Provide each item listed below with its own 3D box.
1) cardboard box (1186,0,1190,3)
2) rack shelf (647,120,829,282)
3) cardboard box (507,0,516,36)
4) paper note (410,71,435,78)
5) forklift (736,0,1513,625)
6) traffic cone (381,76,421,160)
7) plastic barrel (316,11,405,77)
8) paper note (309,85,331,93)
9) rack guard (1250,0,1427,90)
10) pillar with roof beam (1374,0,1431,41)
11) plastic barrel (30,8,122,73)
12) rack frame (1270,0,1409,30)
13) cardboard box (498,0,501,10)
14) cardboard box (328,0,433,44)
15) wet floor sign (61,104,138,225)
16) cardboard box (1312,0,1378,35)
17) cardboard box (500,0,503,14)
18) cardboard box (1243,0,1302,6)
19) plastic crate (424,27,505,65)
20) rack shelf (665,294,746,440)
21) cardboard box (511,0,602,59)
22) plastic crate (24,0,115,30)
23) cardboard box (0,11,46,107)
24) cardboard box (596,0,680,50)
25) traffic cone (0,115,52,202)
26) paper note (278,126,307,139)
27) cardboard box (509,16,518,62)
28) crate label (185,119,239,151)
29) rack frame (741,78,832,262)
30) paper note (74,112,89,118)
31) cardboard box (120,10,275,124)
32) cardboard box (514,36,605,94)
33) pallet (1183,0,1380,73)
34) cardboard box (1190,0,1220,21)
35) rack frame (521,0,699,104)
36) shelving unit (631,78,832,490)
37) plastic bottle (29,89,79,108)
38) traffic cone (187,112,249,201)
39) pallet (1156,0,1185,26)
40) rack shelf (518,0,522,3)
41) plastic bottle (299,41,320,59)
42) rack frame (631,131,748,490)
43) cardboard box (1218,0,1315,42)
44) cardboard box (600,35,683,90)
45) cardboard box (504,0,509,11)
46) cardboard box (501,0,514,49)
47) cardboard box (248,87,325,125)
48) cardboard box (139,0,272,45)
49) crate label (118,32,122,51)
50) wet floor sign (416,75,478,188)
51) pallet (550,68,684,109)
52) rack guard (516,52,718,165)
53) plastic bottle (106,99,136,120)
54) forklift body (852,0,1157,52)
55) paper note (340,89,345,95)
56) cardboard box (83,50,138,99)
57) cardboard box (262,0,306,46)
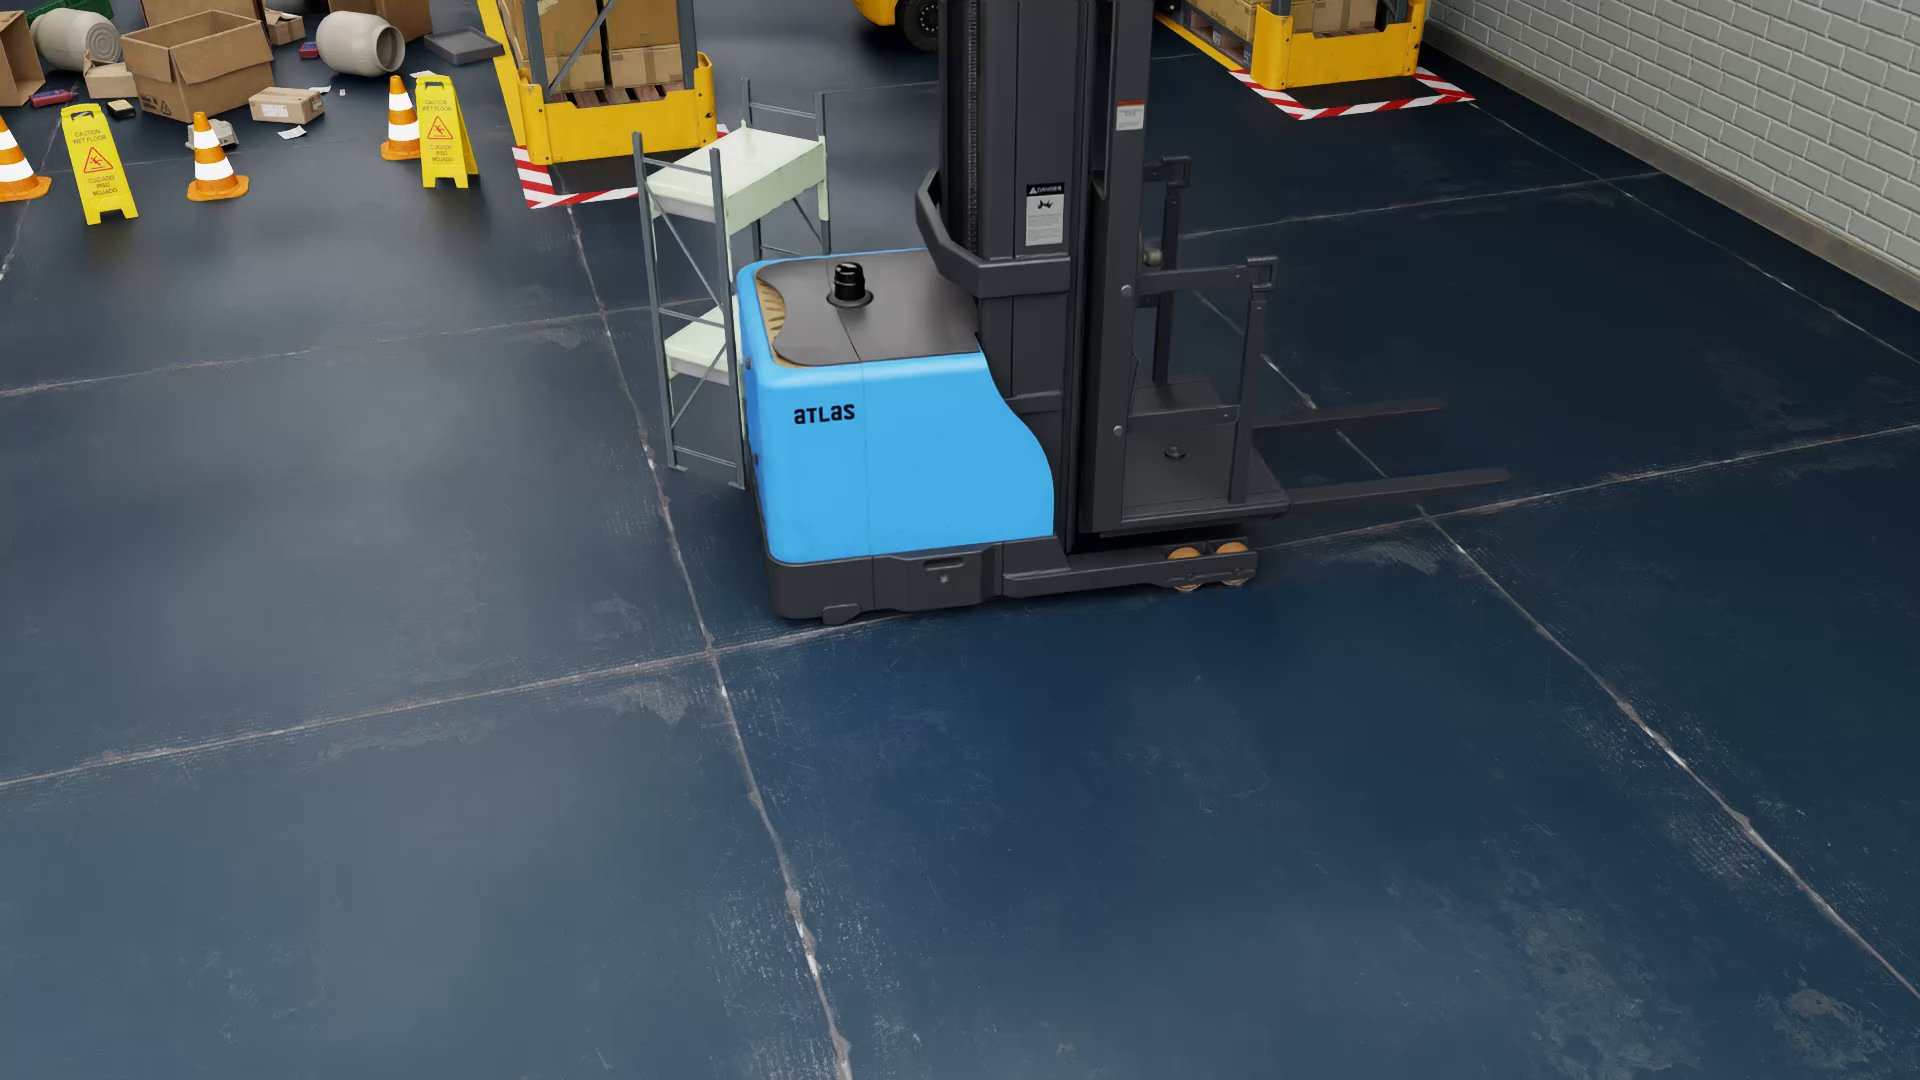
[{"bbox_3d":[1.888,-4.285,12.627,0.500,0.250,0.500,-10,35,-14],"label":"cardboard box"},{"bbox_3d":[-0.910,-1.397,6.796,0.431,0.370,0.720,17,37,24],"label":"rack shelf"},{"bbox_3d":[-2.762,-3.691,11.048,0.500,0.500,0.500,-9,34,-13],"label":"cardboard box"},{"bbox_3d":[-3.770,-3.274,11.676,0.142,0.019,0.148,-23,40,-31],"label":"paper note"},{"bbox_3d":[0.692,-1.306,6.068,3.031,2.935,1.130,-6,34,-9],"label":"forklift"},{"bbox_3d":[-3.466,-2.650,10.341,0.336,0.463,0.334,-10,35,-15],"label":"traffic cone"},{"bbox_3d":[-4.179,-3.455,11.595,0.512,0.421,0.421,13,36,18],"label":"plastic barrel"},{"bbox_3d":[-4.407,-3.089,11.408,0.148,0.019,0.142,1,33,2],"label":"paper note"},{"bbox_3d":[2.627,-3.481,11.565,1.175,0.500,0.348,-10,35,-15],"label":"rack guard"},{"bbox_3d":[-0.835,-6.833,8.928,9.100,9.000,0.400,-10,35,-15],"label":"pillar with roof beam"},{"bbox_3d":[-6.203,-3.502,11.666,0.512,0.421,0.421,13,36,18],"label":"plastic barrel"},{"bbox_3d":[2.619,-4.537,10.895,1.000,3.000,0.127,-10,35,-15],"label":"rack frame"},{"bbox_3d":[-3.230,-4.195,12.490,0.500,0.250,0.500,-8,34,-12],"label":"cardboard box"},{"bbox_3d":[-4.296,-3.967,12.297,0.500,0.500,0.500,13,36,18],"label":"cardboard box"},{"bbox_3d":[-4.896,-2.150,9.418,0.267,0.644,0.232,-16,37,-23],"label":"wet floor sign"},{"bbox_3d":[2.656,-3.855,11.977,0.500,0.250,0.500,-10,35,-15],"label":"cardboard box"},{"bbox_3d":[-3.066,-3.916,12.069,0.500,0.250,0.500,-10,35,-15],"label":"cardboard box"},{"bbox_3d":[2.173,-3.976,11.706,0.500,0.250,0.500,-10,35,-15],"label":"cardboard box"},{"bbox_3d":[-3.629,-3.620,12.155,0.402,0.080,0.583,-23,40,-31],"label":"plastic crate"},{"bbox_3d":[-0.910,-0.800,7.191,0.431,0.370,0.720,17,37,24],"label":"rack shelf"},{"bbox_3d":[-2.599,-3.418,10.634,0.500,0.500,0.500,-10,35,-14],"label":"cardboard box"},{"bbox_3d":[-6.710,-3.894,12.421,0.450,0.188,0.662,-2,32,16],"label":"plastic crate"},{"bbox_3d":[-6.559,-3.230,11.183,0.500,0.500,0.500,-4,34,-6],"label":"cardboard box"},{"bbox_3d":[-2.097,-3.523,10.794,0.500,0.500,0.500,-11,35,-16],"label":"cardboard box"},{"bbox_3d":[-5.600,-2.274,9.771,0.336,0.463,0.334,-10,35,-15],"label":"traffic cone"},{"bbox_3d":[-4.291,-2.623,10.691,0.148,0.019,0.142,-23,40,-31],"label":"paper note"},{"bbox_3d":[-2.760,-3.380,11.258,0.500,0.250,0.500,-10,35,-15],"label":"cardboard box"},{"bbox_3d":[-4.719,-2.552,10.487,0.298,0.136,0.250,27,42,34],"label":"crate label"},{"bbox_3d":[-0.735,-1.249,7.280,0.400,1.500,0.023,17,37,24],"label":"rack frame"},{"bbox_3d":[-5.809,-2.806,10.988,0.032,0.001,0.123,7,34,10],"label":"paper note"},{"bbox_3d":[-5.054,-3.155,11.068,0.637,0.503,0.797,19,38,26],"label":"cardboard box"},{"bbox_3d":[-2.617,-3.120,10.864,0.500,0.250,0.500,-10,35,-15],"label":"cardboard box"},{"bbox_3d":[2.346,-3.768,12.260,1.003,0.211,1.213,-10,35,-15],"label":"pallet"},{"bbox_3d":[2.032,-4.021,12.227,0.500,0.250,0.500,-10,35,-15],"label":"cardboard box"},{"bbox_3d":[-2.107,-3.700,9.628,1.000,3.000,0.127,-10,35,-15],"label":"rack frame"},{"bbox_3d":[-0.910,-1.072,7.012,0.431,1.500,0.755,17,37,24],"label":"shelving unit"},{"bbox_3d":[-6.106,-2.983,11.208,0.283,0.061,0.133,-23,40,-31],"label":"plastic bottle"},{"bbox_3d":[-4.420,-2.285,9.789,0.336,0.463,0.334,-10,35,-15],"label":"traffic cone"},{"bbox_3d":[1.978,-4.407,13.228,1.003,0.211,1.213,-10,35,-15],"label":"pallet"},{"bbox_3d":[-2.717,-4.450,11.416,1.077,0.370,4.000,-10,35,-15],"label":"rack shelf"},{"bbox_3d":[-4.719,-3.581,12.114,0.133,0.061,0.283,-4,34,-6],"label":"plastic bottle"},{"bbox_3d":[-1.085,-0.895,6.743,0.400,1.500,0.023,17,37,24],"label":"rack frame"},{"bbox_3d":[2.175,-3.758,11.830,0.500,0.250,0.500,-10,35,-14],"label":"cardboard box"},{"bbox_3d":[-2.089,-3.198,10.982,0.500,0.250,0.500,-10,35,-15],"label":"cardboard box"},{"bbox_3d":[-2.909,-3.957,11.451,0.500,0.500,0.500,-11,35,-16],"label":"cardboard box"},{"bbox_3d":[-2.925,-3.654,11.672,0.500,0.250,0.500,-11,35,-16],"label":"cardboard box"},{"bbox_3d":[-4.430,-2.859,10.941,0.380,0.149,0.250,7,34,10],"label":"cardboard box"},{"bbox_3d":[-5.347,-3.701,11.771,0.797,0.637,0.503,-10,35,-15],"label":"cardboard box"},{"bbox_3d":[-6.280,-3.639,12.132,0.250,0.136,0.298,19,38,26],"label":"crate label"},{"bbox_3d":[-3.068,-2.438,9.854,0.267,0.644,0.232,1,33,2],"label":"wet floor sign"},{"bbox_3d":[-2.344,-3.009,11.112,1.003,0.211,1.213,-10,35,-15],"label":"pallet"},{"bbox_3d":[-2.130,-2.697,10.378,1.175,0.500,0.348,-10,35,-15],"label":"rack guard"},{"bbox_3d":[-5.577,-2.865,11.030,0.133,0.061,0.283,-23,40,-31],"label":"plastic bottle"},{"bbox_3d":[0.303,-4.871,12.171,2.313,2.155,1.214,-10,35,-15],"label":"forklift body"},{"bbox_3d":[-4.225,-3.063,11.376,0.032,0.001,0.123,-10,35,-15],"label":"paper note"},{"bbox_3d":[-5.732,-3.181,11.323,0.396,0.266,0.258,-4,34,-6],"label":"cardboard box"},{"bbox_3d":[-5.122,-3.871,12.367,0.396,0.266,0.258,19,38,26],"label":"cardboard box"}]
